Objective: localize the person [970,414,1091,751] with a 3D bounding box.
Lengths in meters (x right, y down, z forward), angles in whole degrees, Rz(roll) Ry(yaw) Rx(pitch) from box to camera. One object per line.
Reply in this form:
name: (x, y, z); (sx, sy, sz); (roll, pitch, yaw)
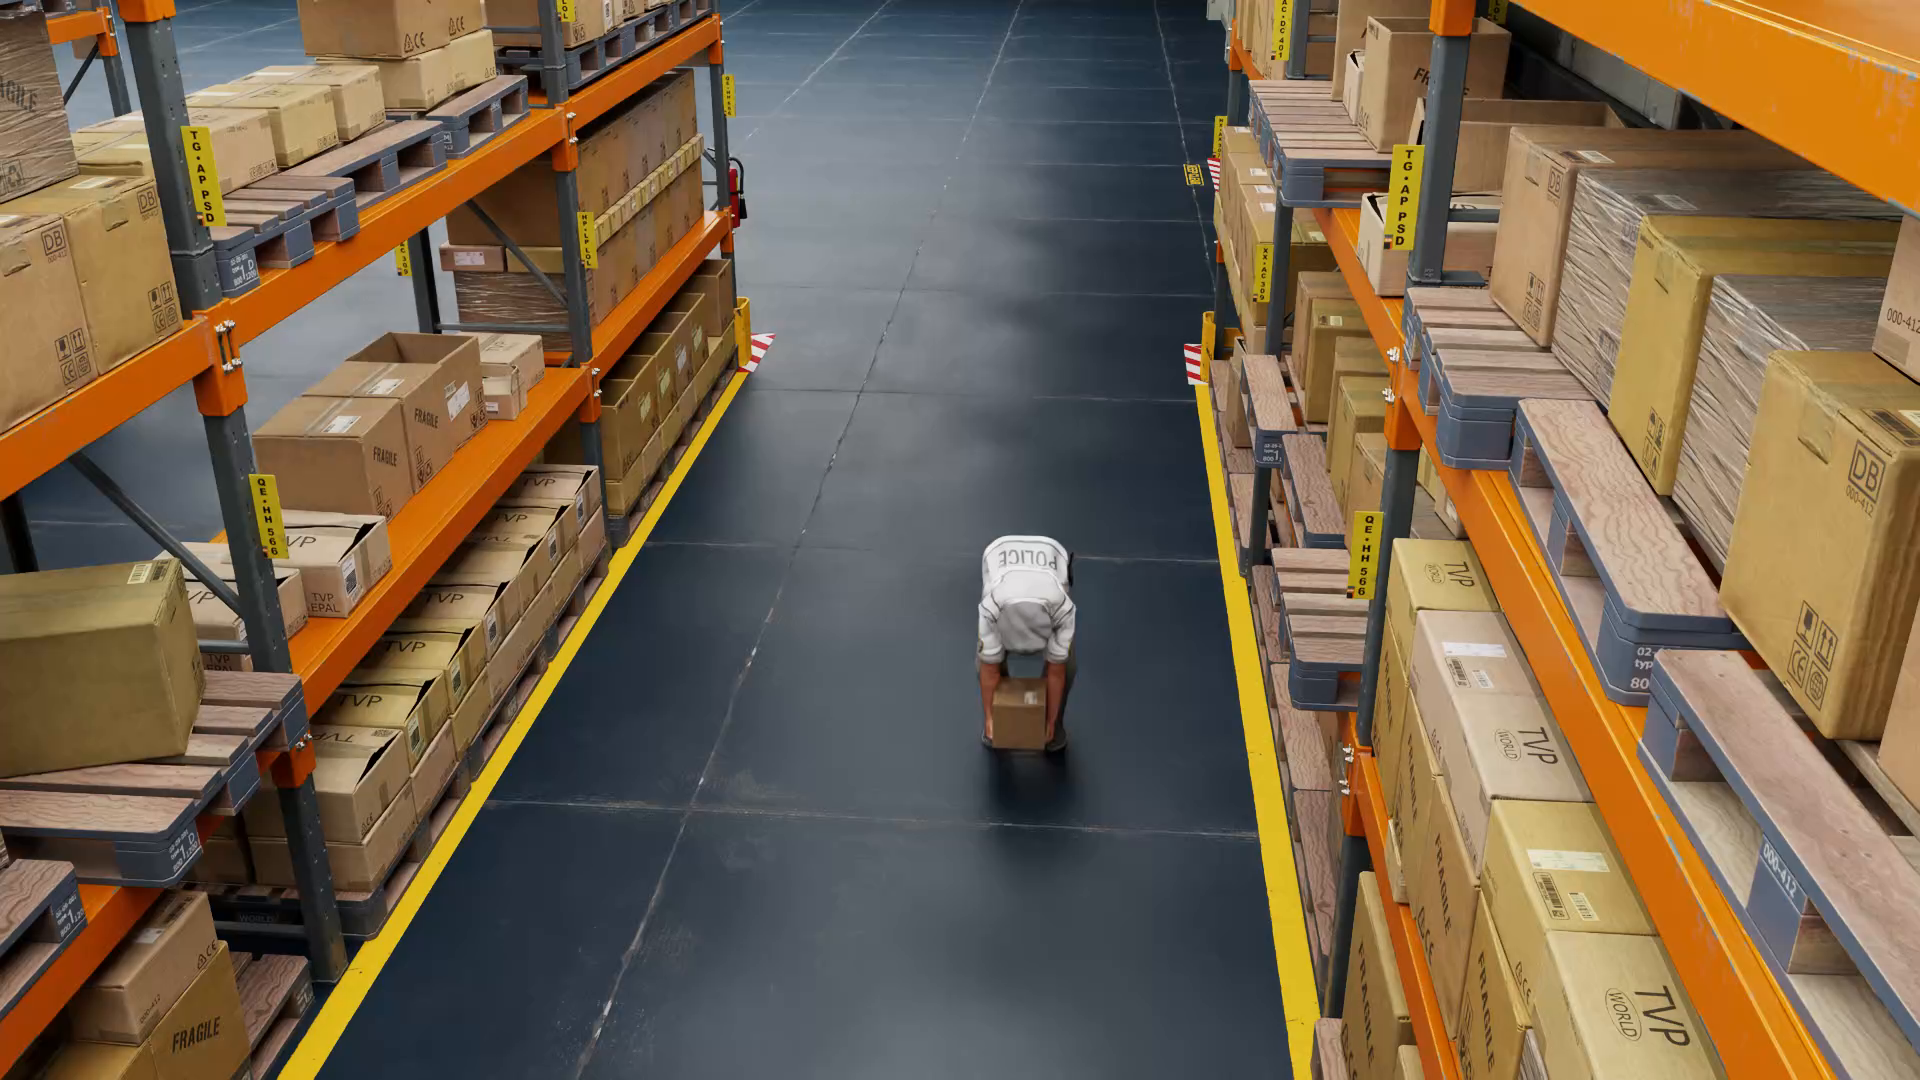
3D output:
person: (0.347, 0.184, 8.190); (0.584, 1.747, 0.441); (1, 24, 2)
